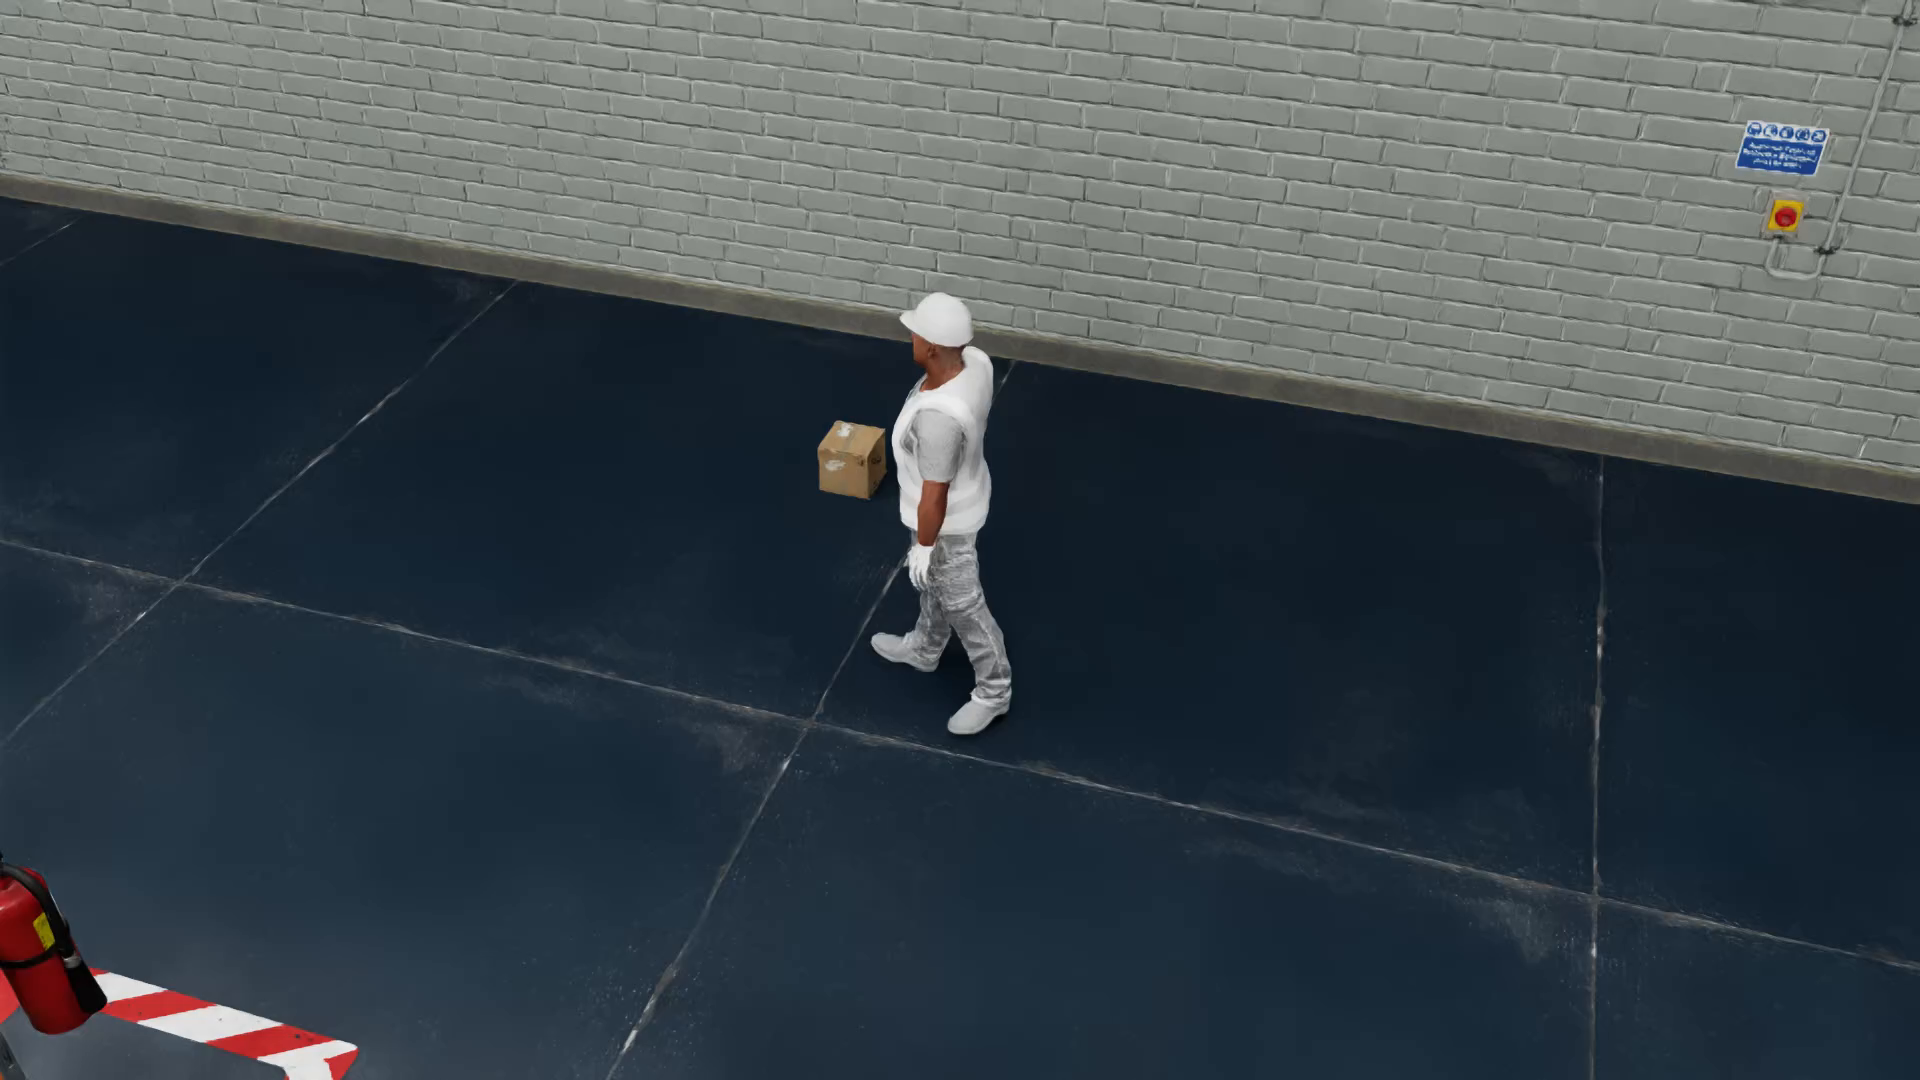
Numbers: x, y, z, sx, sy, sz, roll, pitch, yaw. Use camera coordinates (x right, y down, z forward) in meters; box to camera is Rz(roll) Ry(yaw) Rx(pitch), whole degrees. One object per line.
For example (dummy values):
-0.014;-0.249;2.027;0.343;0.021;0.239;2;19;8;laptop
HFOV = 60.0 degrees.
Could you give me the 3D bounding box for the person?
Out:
-0.076;-0.154;6.332;0.635;1.788;0.765;5;37;7;person
